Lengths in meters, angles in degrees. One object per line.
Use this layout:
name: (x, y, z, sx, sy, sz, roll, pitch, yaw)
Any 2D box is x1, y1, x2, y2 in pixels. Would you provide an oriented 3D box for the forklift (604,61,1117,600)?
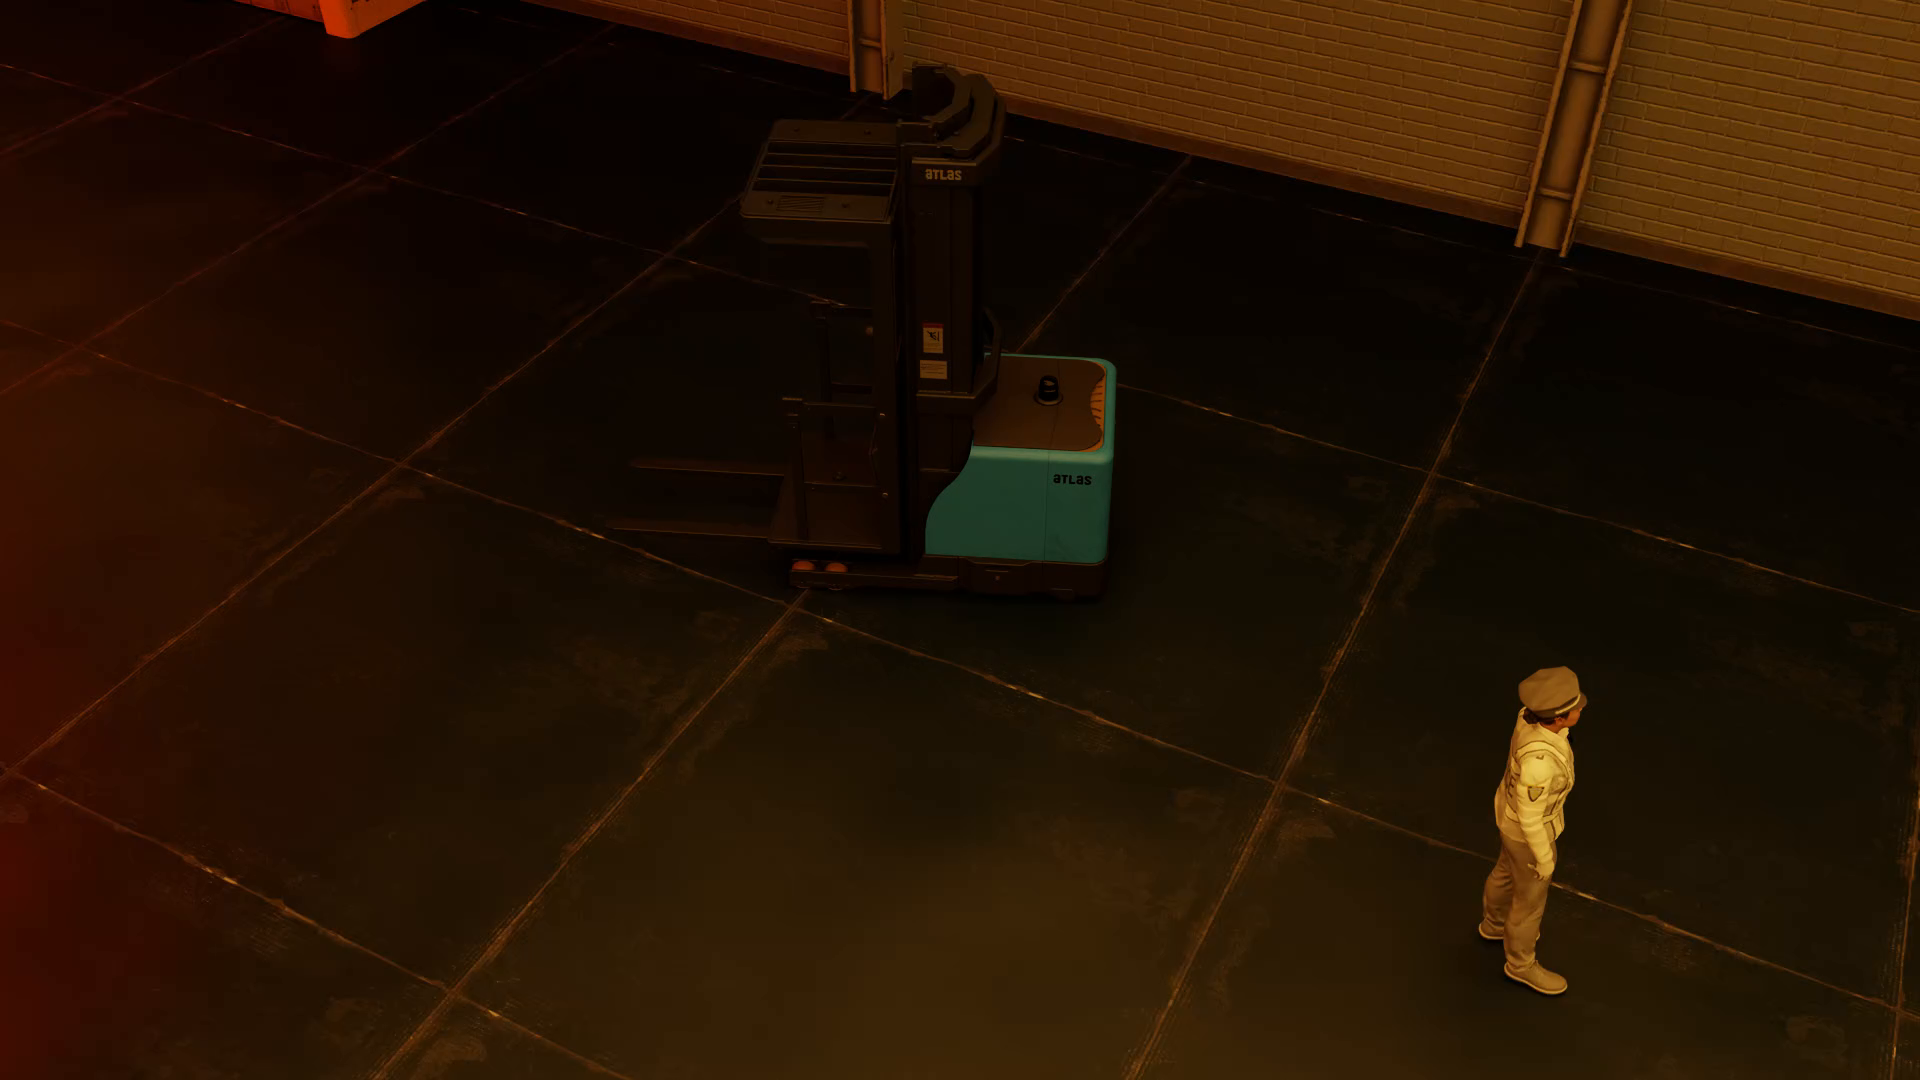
forklift: (-0.606, -1.157, 9.360, 3.031, 2.935, 1.130, 3, 40, 4)

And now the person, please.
person: (2.618, 1.263, 7.436, 0.530, 1.694, 0.588, 8, 41, 9)
